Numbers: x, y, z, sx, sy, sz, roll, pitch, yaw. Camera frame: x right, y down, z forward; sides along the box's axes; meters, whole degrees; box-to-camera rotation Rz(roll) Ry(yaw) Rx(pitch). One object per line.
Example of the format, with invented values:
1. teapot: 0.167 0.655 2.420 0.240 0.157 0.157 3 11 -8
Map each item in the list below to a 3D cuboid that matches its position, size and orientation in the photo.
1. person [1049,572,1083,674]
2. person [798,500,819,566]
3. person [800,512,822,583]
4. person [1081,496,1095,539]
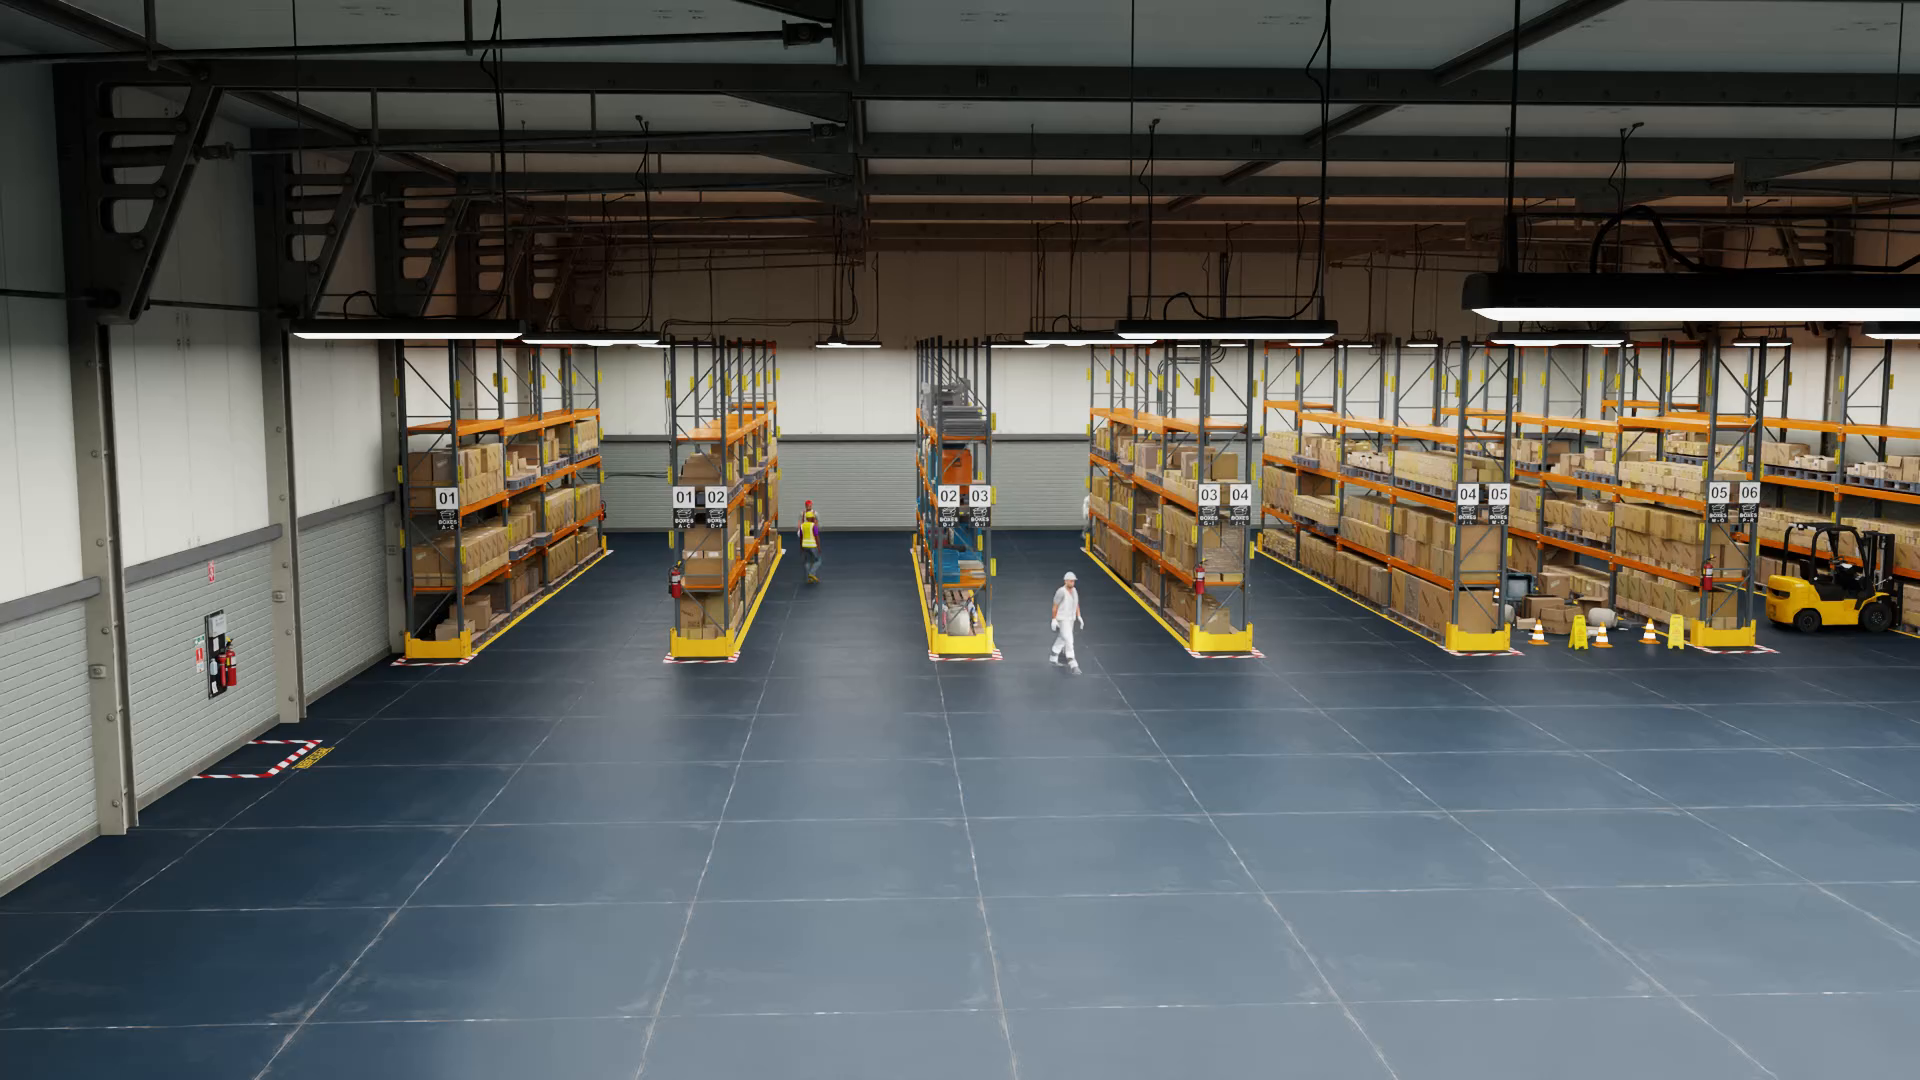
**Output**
1. person: 1.945 1.452 29.837 0.894 1.760 0.563 5 8 37
2. person: -4.057 -0.202 44.413 0.546 1.724 1.067 0 6 0
3. person: -3.704 0.185 41.072 0.609 1.768 0.486 4 8 32
4. person: 3.977 -0.787 50.018 0.469 1.597 1.052 -5 8 -38
